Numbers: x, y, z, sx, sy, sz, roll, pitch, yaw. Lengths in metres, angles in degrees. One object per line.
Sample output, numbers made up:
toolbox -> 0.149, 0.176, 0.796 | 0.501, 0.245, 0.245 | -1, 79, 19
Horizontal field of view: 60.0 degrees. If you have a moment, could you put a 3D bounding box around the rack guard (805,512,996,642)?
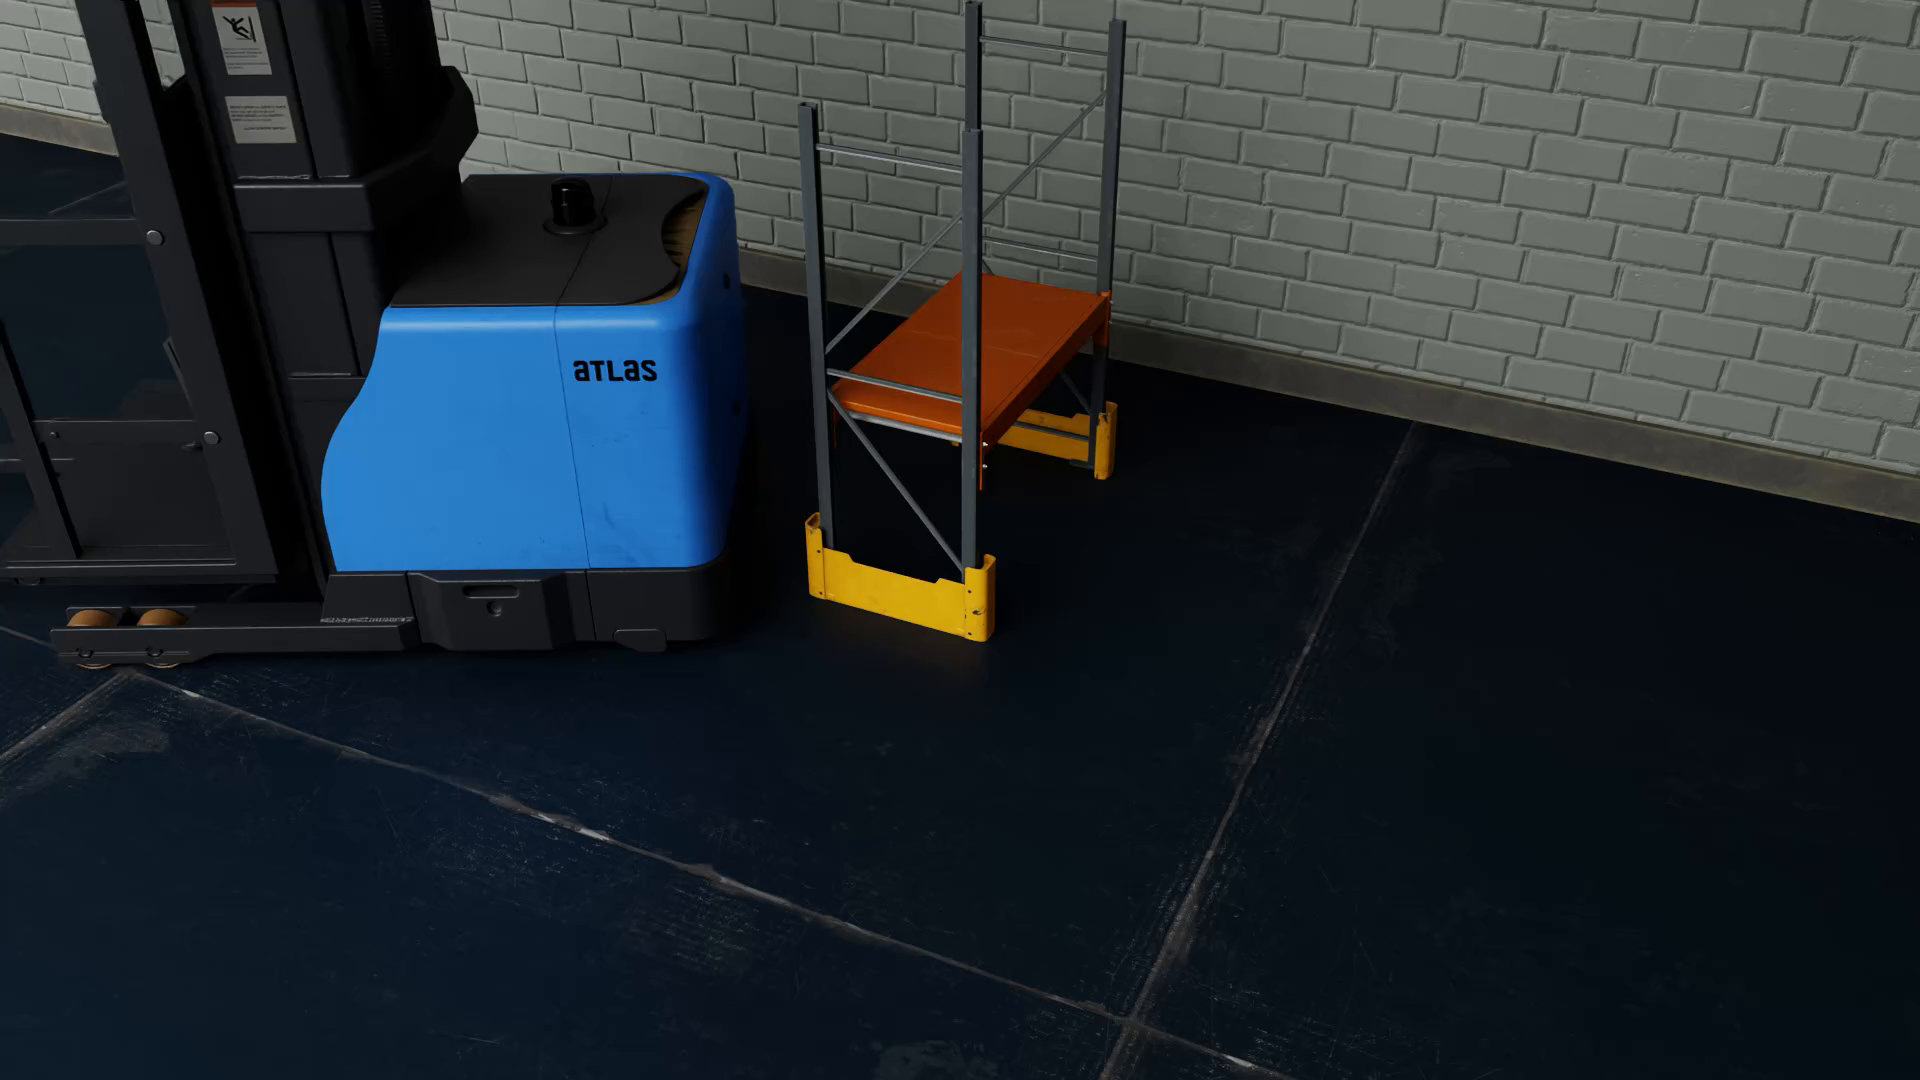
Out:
rack guard -> -0.176, 0.106, 4.861 | 0.587, 0.250, 0.087 | 14, 36, 20

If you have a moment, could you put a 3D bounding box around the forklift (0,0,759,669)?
forklift -> -2.169, -1.155, 4.339 | 3.031, 2.935, 1.130 | -1, 33, -1

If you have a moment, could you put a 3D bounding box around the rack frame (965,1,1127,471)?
rack frame -> 0.248, -0.923, 5.290 | 0.500, 1.500, 0.032 | 14, 36, 20

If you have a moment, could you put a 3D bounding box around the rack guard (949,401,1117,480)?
rack guard -> 0.240, -0.391, 5.618 | 0.587, 0.250, 0.087 | 14, 36, 20

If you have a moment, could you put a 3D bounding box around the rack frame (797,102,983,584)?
rack frame -> -0.177, -0.417, 4.517 | 0.500, 1.500, 0.032 | 14, 36, 20

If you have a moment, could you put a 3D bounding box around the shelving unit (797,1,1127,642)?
shelving unit -> 0.032, -0.665, 4.897 | 0.587, 1.500, 1.083 | 14, 36, 20

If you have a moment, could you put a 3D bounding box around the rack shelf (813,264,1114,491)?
rack shelf -> 0.036, -0.519, 5.002 | 0.538, 0.185, 1.000 | 14, 36, 20
